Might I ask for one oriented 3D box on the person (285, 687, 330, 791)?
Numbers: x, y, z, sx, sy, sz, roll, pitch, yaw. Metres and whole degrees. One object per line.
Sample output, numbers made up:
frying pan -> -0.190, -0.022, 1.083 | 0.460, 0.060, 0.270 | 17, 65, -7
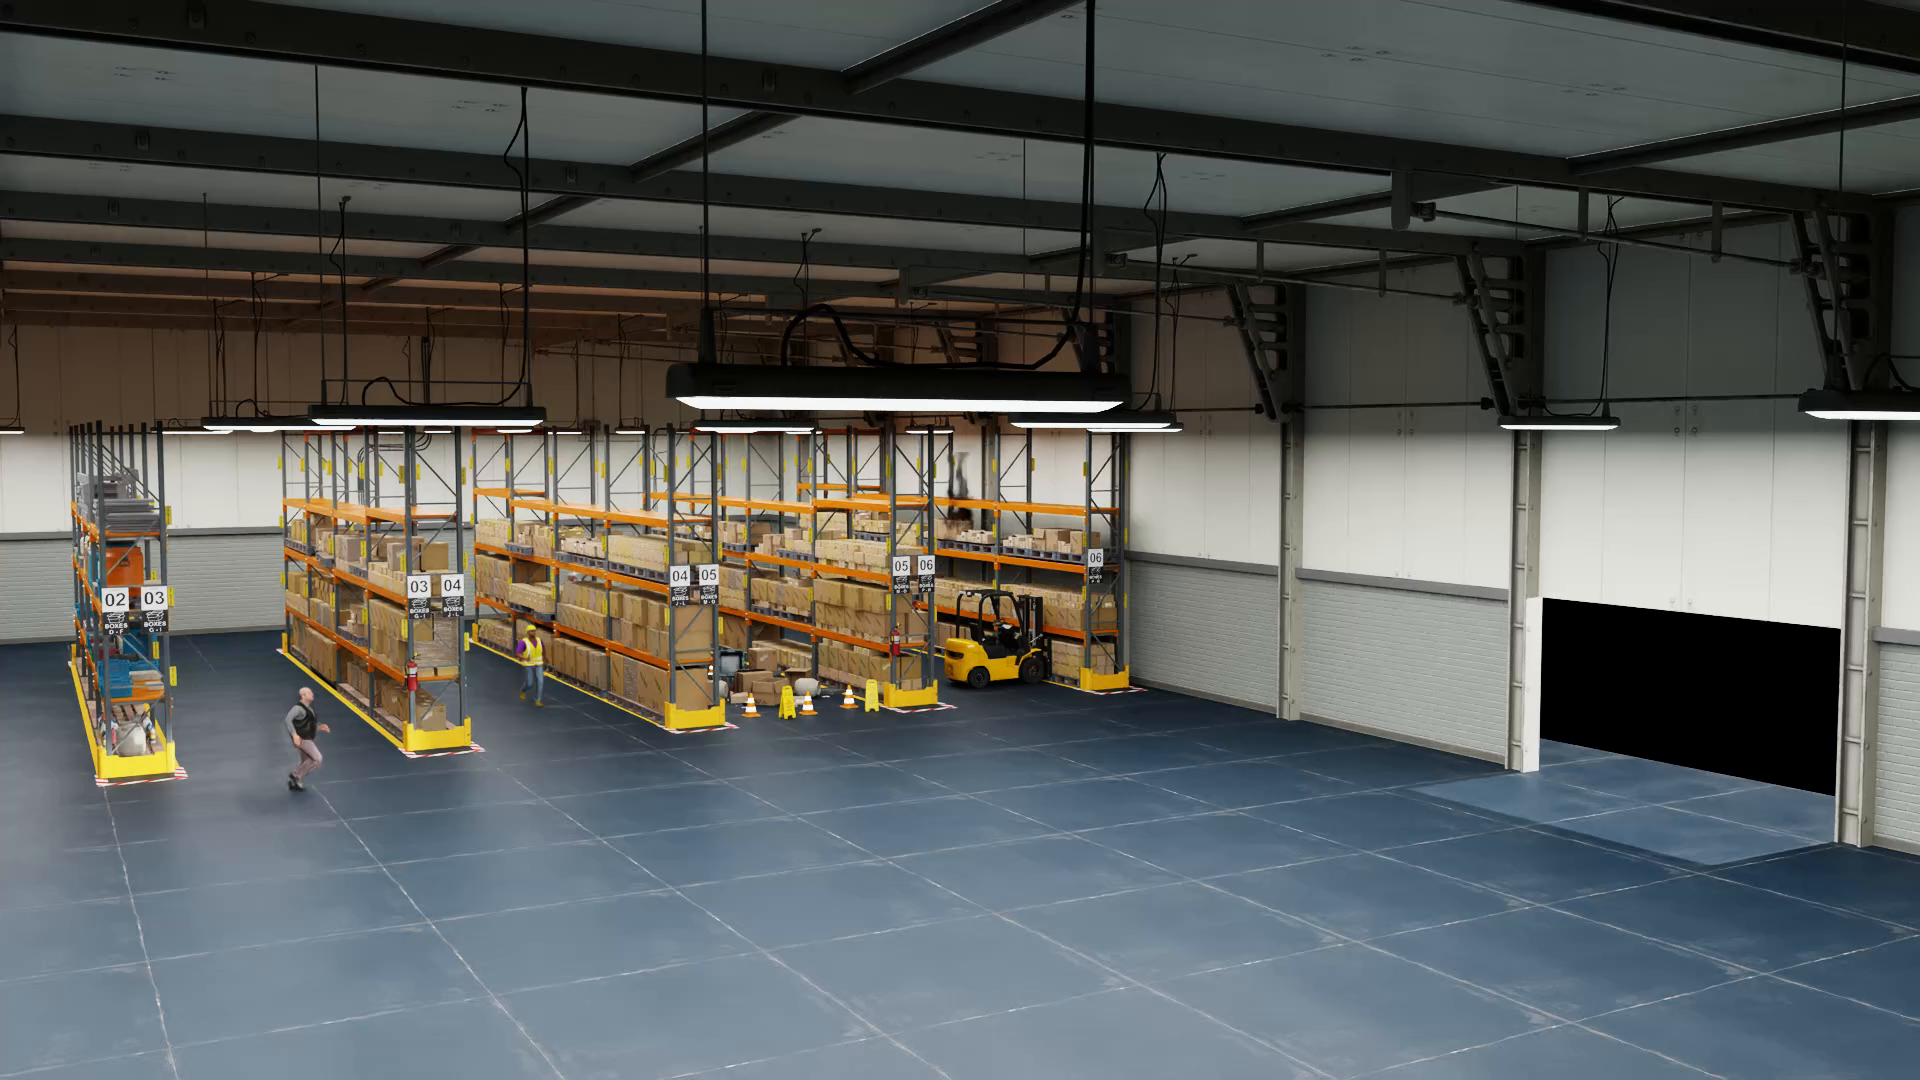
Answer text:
person -> -10.542, 3.221, 26.855 | 0.670, 1.677, 0.641 | 0, 4, -4

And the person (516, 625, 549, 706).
person -> -9.109, 2.670, 35.438 | 0.714, 1.733, 0.791 | -3, 4, -38

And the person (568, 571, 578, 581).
person -> -11.520, 1.796, 49.444 | 0.590, 1.740, 0.682 | -3, 4, -37
